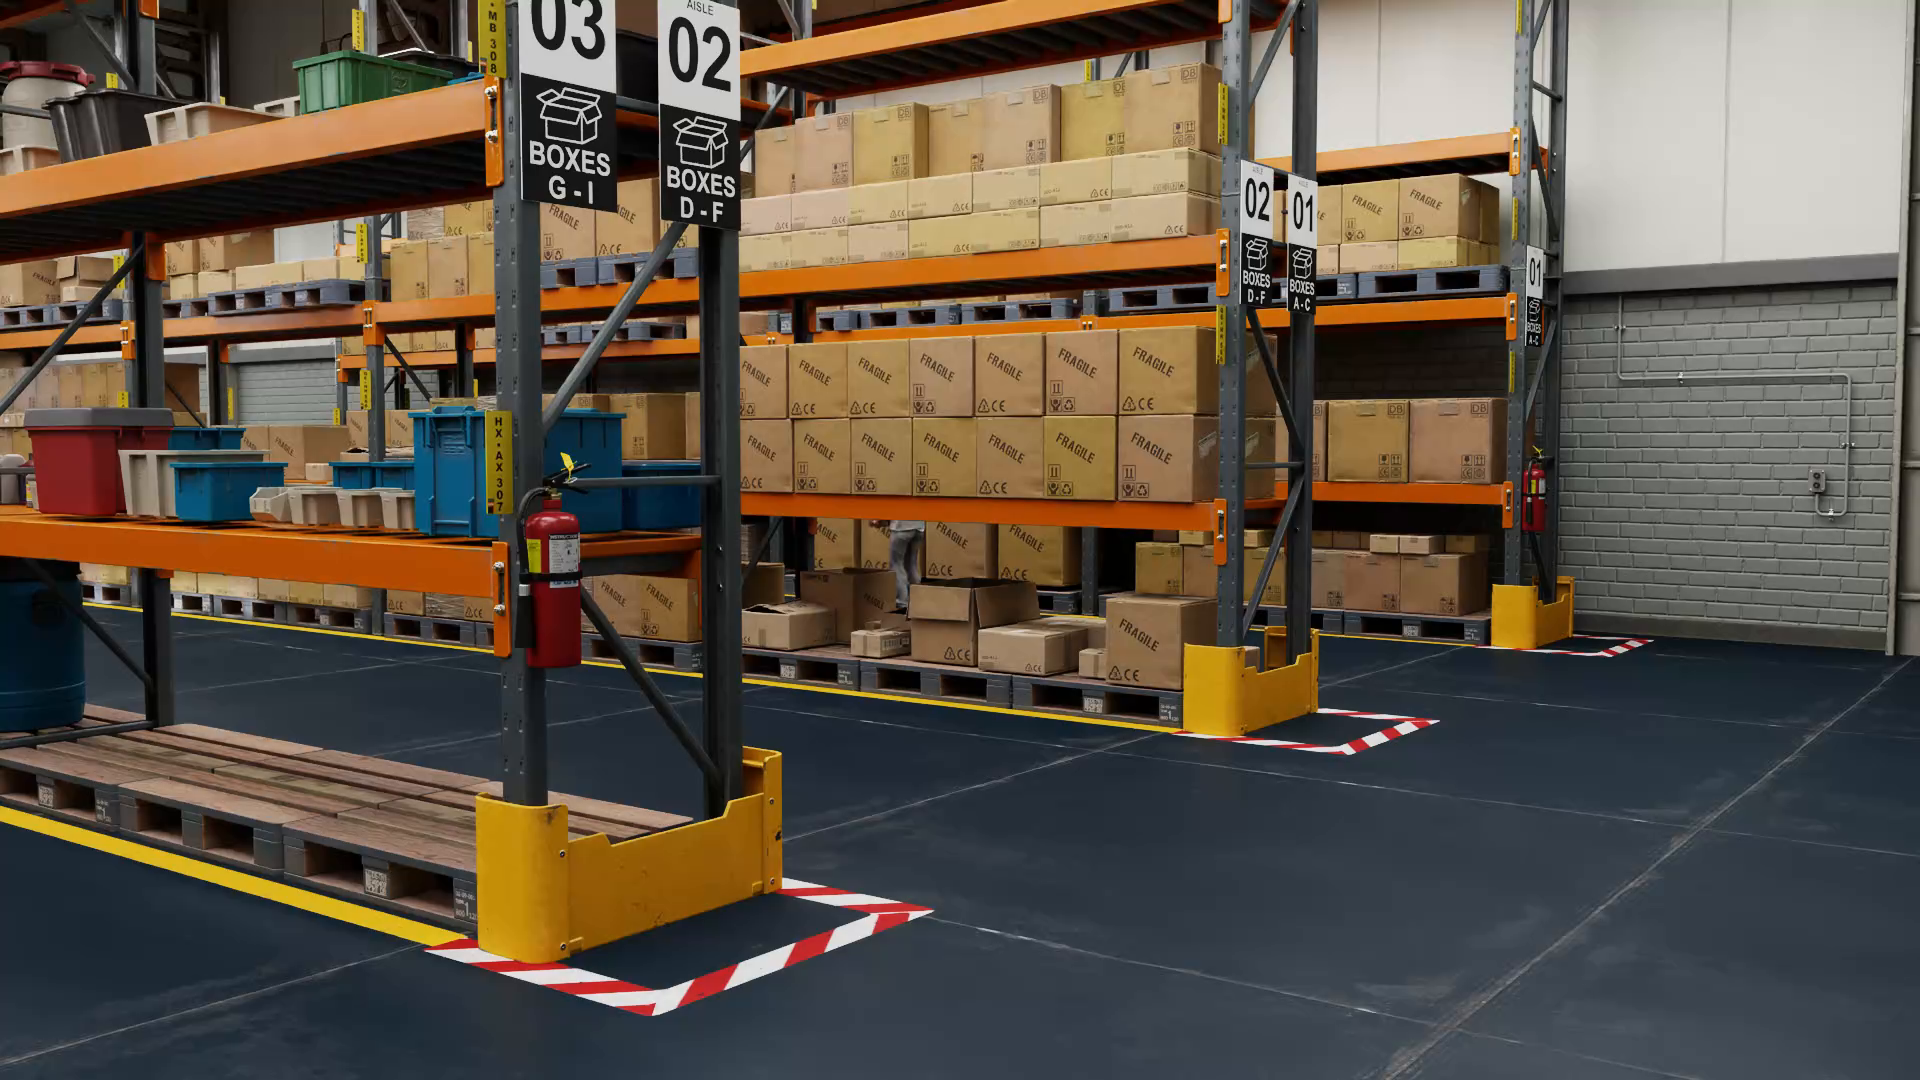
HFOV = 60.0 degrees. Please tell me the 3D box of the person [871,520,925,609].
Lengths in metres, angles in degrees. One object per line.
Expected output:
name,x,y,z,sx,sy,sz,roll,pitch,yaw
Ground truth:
person,-0.574,-0.079,15.733,0.488,1.591,0.411,3,4,37
